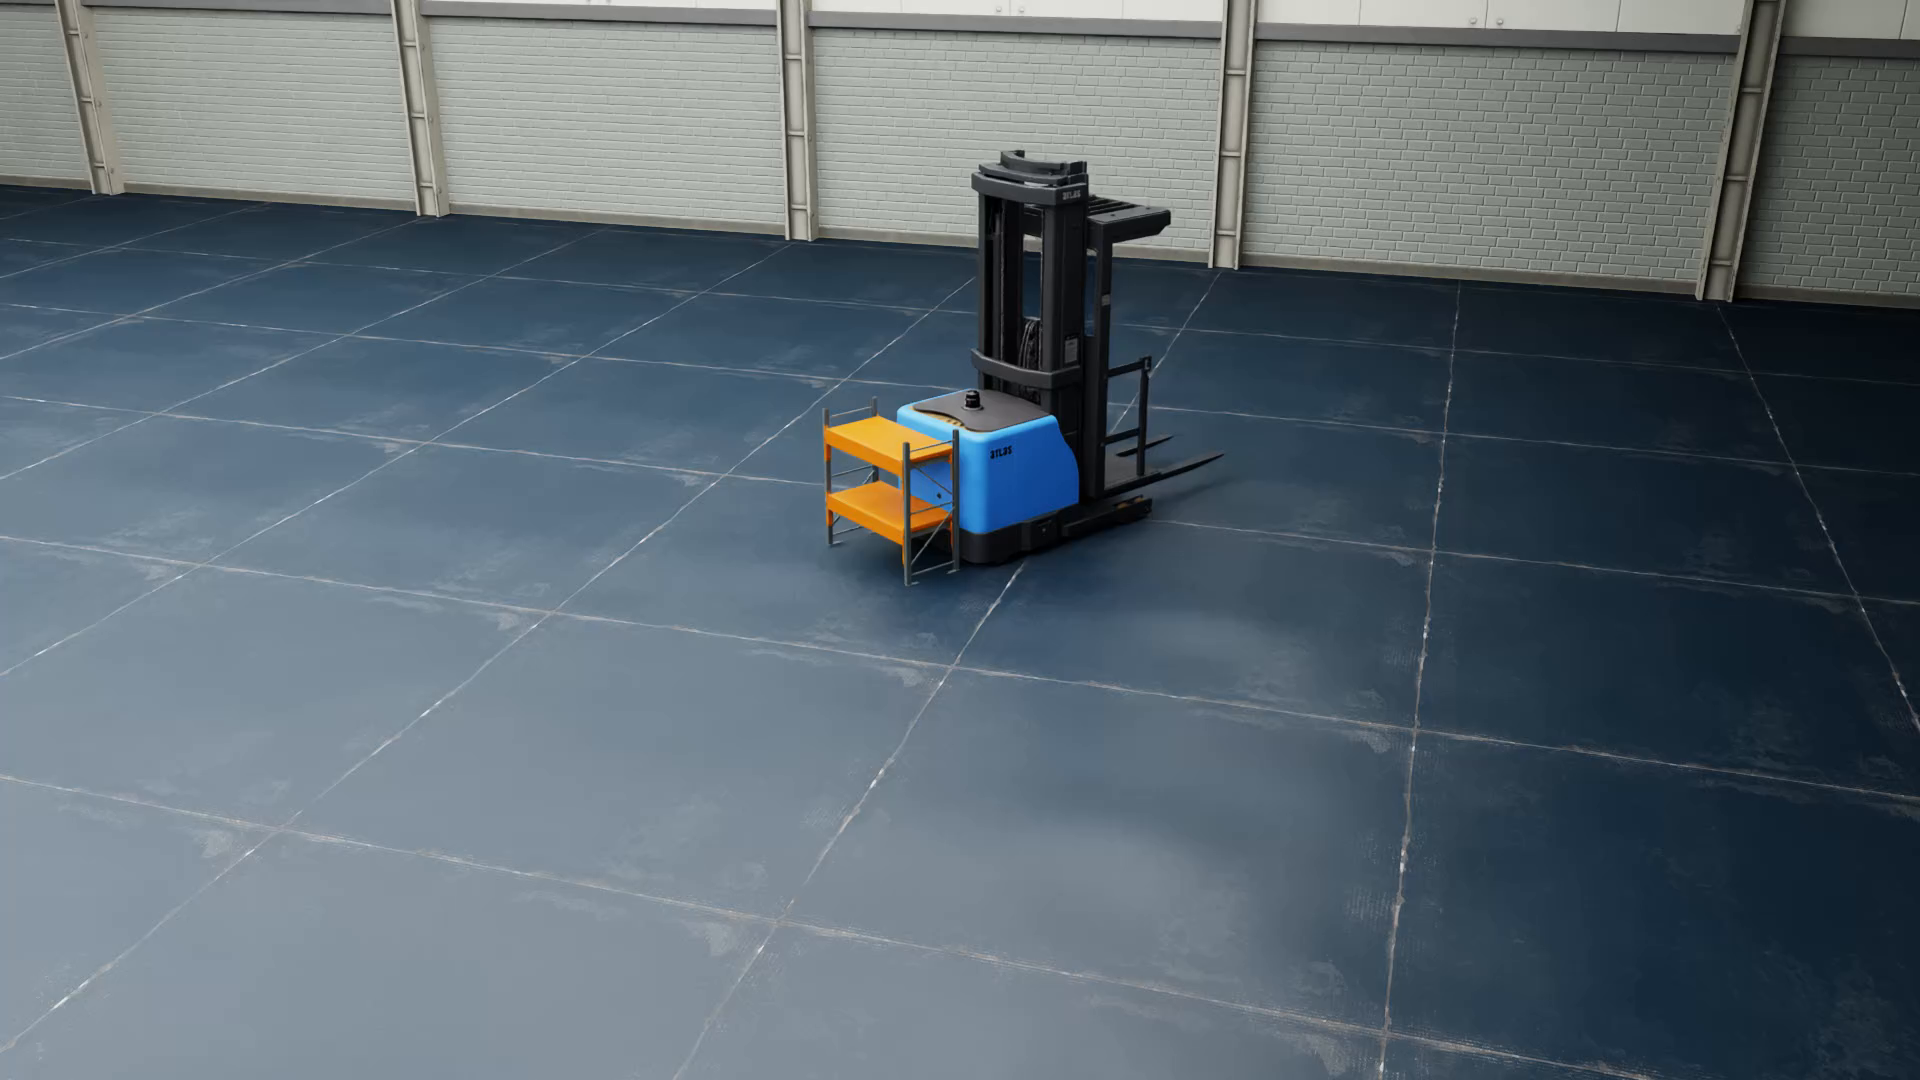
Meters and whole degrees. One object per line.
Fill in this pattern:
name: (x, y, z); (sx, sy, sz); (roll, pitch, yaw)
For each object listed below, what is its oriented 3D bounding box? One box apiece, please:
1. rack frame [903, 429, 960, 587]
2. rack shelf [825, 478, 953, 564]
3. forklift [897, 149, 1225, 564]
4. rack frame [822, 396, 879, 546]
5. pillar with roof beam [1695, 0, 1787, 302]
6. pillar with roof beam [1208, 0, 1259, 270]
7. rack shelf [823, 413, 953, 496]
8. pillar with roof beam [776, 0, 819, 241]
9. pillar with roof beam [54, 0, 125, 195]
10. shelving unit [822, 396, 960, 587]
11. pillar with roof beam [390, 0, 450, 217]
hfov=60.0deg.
rack frame: (-0.207, -0.234, 12.263); (0.500, 1.125, 0.032); (-17, 28, -35)
rack shelf: (-0.526, -0.158, 12.722); (0.538, 0.278, 1.000); (-17, 28, -35)
forklift: (0.941, -1.623, 13.269); (3.031, 2.935, 1.130); (-18, 29, -37)
rack frame: (-0.845, -0.534, 12.995); (0.500, 1.125, 0.032); (-17, 28, -35)
pillar with roof beam: (8.008, -5.570, 14.897); (0.400, 9.000, 9.100); (7, 23, 16)
pillar with roof beam: (2.264, -6.228, 16.500); (0.400, 9.000, 9.100); (7, 23, 16)
rack shelf: (-0.526, -0.655, 12.518); (0.538, 0.278, 1.000); (-17, 28, -35)
pillar with roof beam: (-3.480, -6.886, 18.104); (0.400, 9.000, 9.100); (7, 23, 16)
pillar with roof beam: (-14.969, -8.201, 21.311); (0.400, 9.000, 9.100); (7, 23, 16)
shelving unit: (-0.526, -0.384, 12.629); (0.538, 1.125, 1.048); (-17, 28, -35)
pillar with roof beam: (-9.224, -7.543, 19.707); (0.400, 9.000, 9.100); (7, 23, 16)
